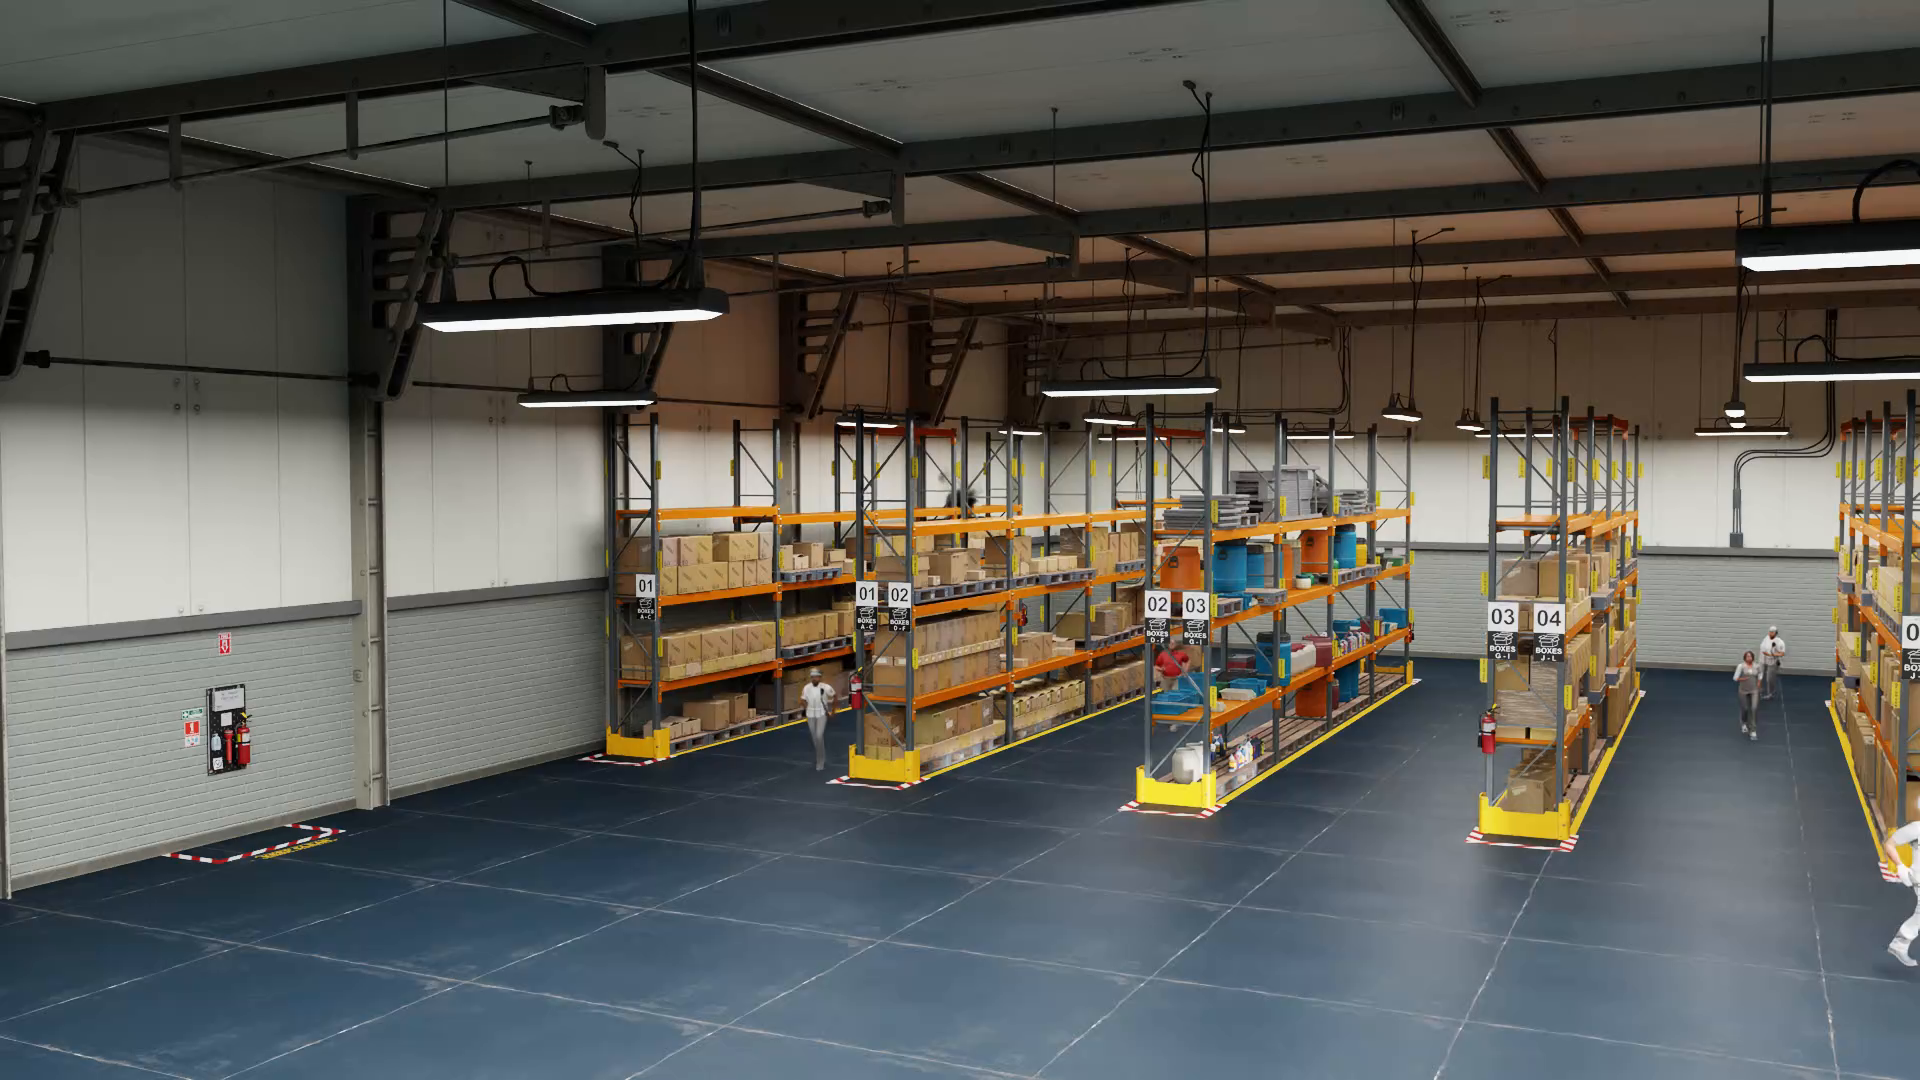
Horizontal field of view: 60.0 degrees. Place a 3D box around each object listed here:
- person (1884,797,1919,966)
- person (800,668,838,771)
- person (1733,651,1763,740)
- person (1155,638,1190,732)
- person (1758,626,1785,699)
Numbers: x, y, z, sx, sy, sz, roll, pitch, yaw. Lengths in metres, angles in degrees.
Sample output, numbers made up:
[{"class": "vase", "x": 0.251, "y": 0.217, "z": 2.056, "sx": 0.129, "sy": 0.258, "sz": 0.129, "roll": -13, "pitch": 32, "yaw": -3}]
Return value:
[{"class": "person", "x": 9.503, "y": 3.403, "z": 16.328, "sx": 0.649, "sy": 1.834, "sz": 0.839, "roll": -1, "pitch": 3, "yaw": -31}, {"class": "person", "x": -2.389, "y": 2.999, "z": 27.951, "sx": 0.591, "sy": 1.726, "sz": 0.776, "roll": 1, "pitch": 2, "yaw": 15}, {"class": "person", "x": 14.743, "y": 2.876, "z": 31.101, "sx": 0.531, "sy": 1.621, "sz": 0.805, "roll": 1, "pitch": 3, "yaw": 19}, {"class": "person", "x": 4.085, "y": 2.769, "z": 32.106, "sx": 0.659, "sy": 1.737, "sz": 0.945, "roll": 1, "pitch": 2, "yaw": 14}, {"class": "person", "x": 17.512, "y": 2.699, "z": 35.923, "sx": 0.651, "sy": 1.700, "sz": 0.686, "roll": -2, "pitch": 3, "yaw": -36}]
